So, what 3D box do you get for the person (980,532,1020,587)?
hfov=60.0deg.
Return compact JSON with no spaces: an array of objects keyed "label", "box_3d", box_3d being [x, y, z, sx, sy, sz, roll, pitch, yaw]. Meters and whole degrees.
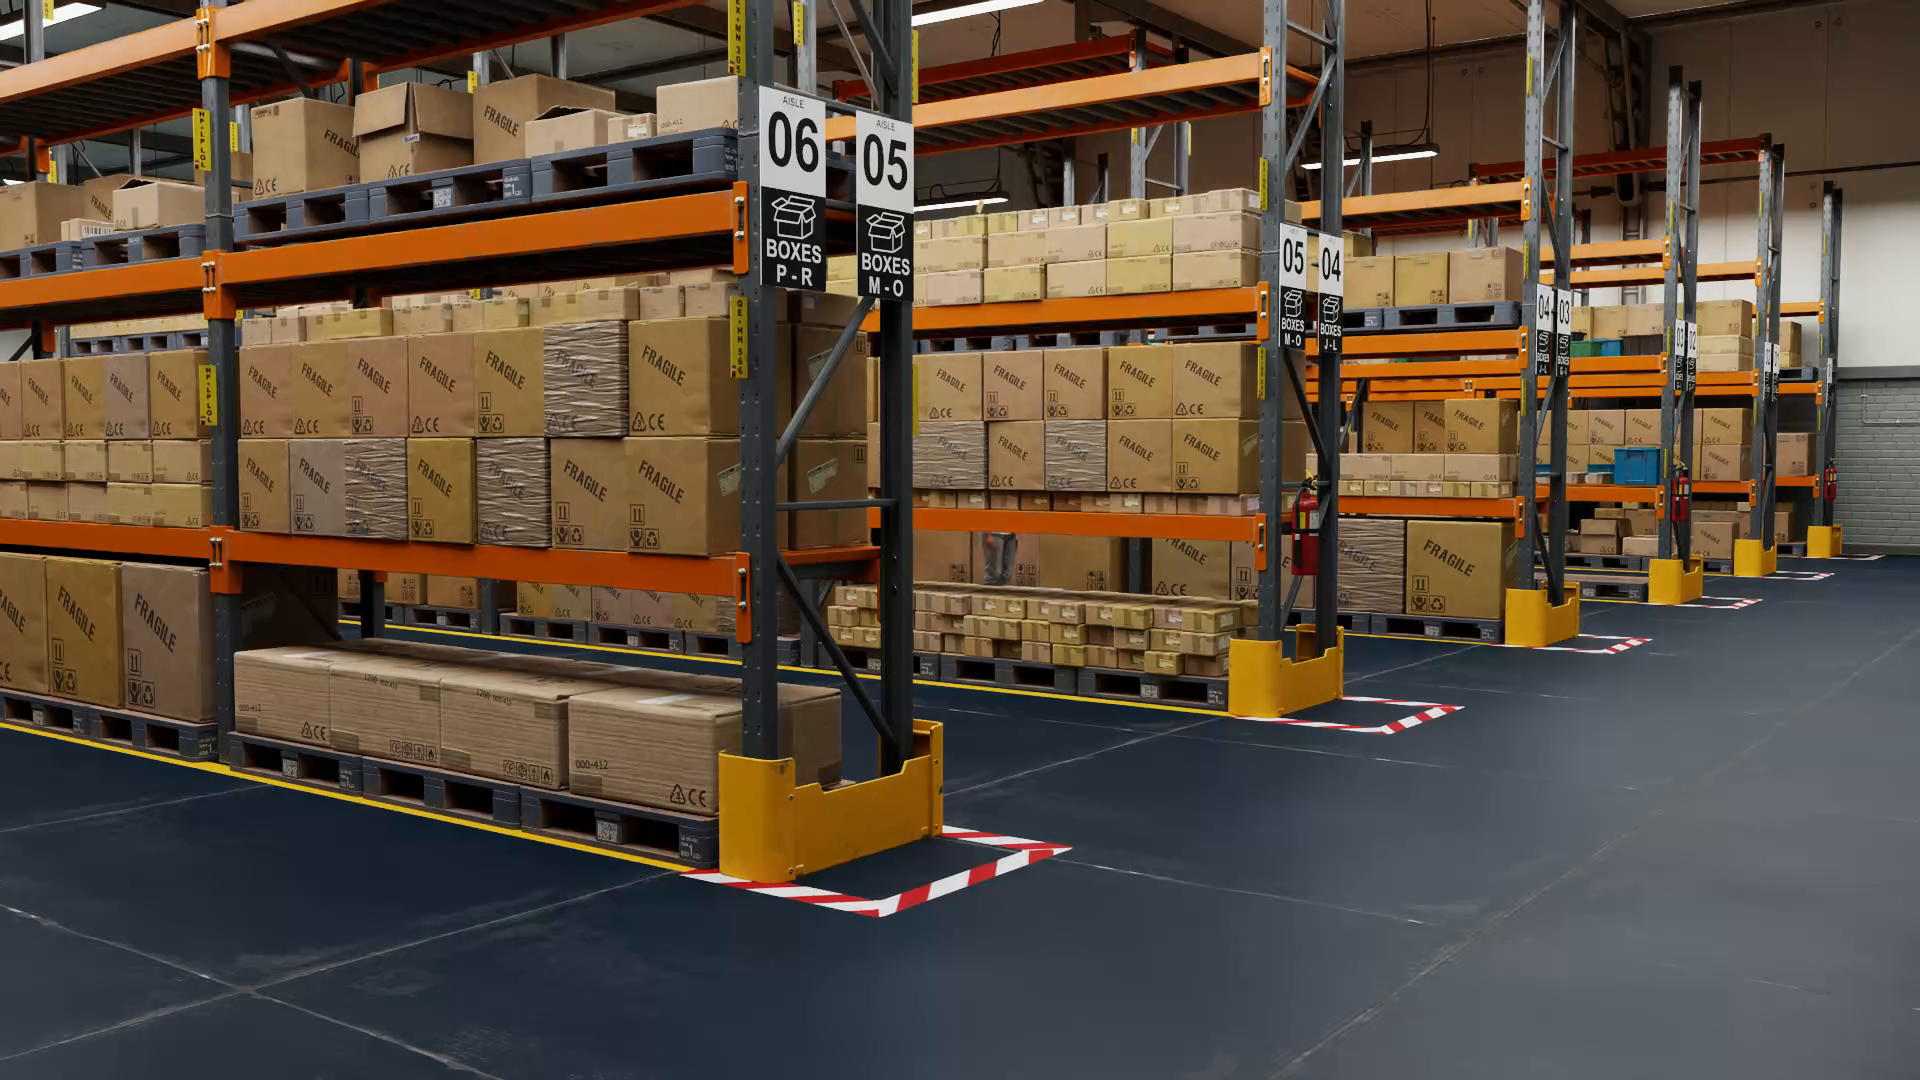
[{"label":"person","box_3d":[0.401,-0.056,16.766,0.358,1.772,0.533,2,4,37]}]
